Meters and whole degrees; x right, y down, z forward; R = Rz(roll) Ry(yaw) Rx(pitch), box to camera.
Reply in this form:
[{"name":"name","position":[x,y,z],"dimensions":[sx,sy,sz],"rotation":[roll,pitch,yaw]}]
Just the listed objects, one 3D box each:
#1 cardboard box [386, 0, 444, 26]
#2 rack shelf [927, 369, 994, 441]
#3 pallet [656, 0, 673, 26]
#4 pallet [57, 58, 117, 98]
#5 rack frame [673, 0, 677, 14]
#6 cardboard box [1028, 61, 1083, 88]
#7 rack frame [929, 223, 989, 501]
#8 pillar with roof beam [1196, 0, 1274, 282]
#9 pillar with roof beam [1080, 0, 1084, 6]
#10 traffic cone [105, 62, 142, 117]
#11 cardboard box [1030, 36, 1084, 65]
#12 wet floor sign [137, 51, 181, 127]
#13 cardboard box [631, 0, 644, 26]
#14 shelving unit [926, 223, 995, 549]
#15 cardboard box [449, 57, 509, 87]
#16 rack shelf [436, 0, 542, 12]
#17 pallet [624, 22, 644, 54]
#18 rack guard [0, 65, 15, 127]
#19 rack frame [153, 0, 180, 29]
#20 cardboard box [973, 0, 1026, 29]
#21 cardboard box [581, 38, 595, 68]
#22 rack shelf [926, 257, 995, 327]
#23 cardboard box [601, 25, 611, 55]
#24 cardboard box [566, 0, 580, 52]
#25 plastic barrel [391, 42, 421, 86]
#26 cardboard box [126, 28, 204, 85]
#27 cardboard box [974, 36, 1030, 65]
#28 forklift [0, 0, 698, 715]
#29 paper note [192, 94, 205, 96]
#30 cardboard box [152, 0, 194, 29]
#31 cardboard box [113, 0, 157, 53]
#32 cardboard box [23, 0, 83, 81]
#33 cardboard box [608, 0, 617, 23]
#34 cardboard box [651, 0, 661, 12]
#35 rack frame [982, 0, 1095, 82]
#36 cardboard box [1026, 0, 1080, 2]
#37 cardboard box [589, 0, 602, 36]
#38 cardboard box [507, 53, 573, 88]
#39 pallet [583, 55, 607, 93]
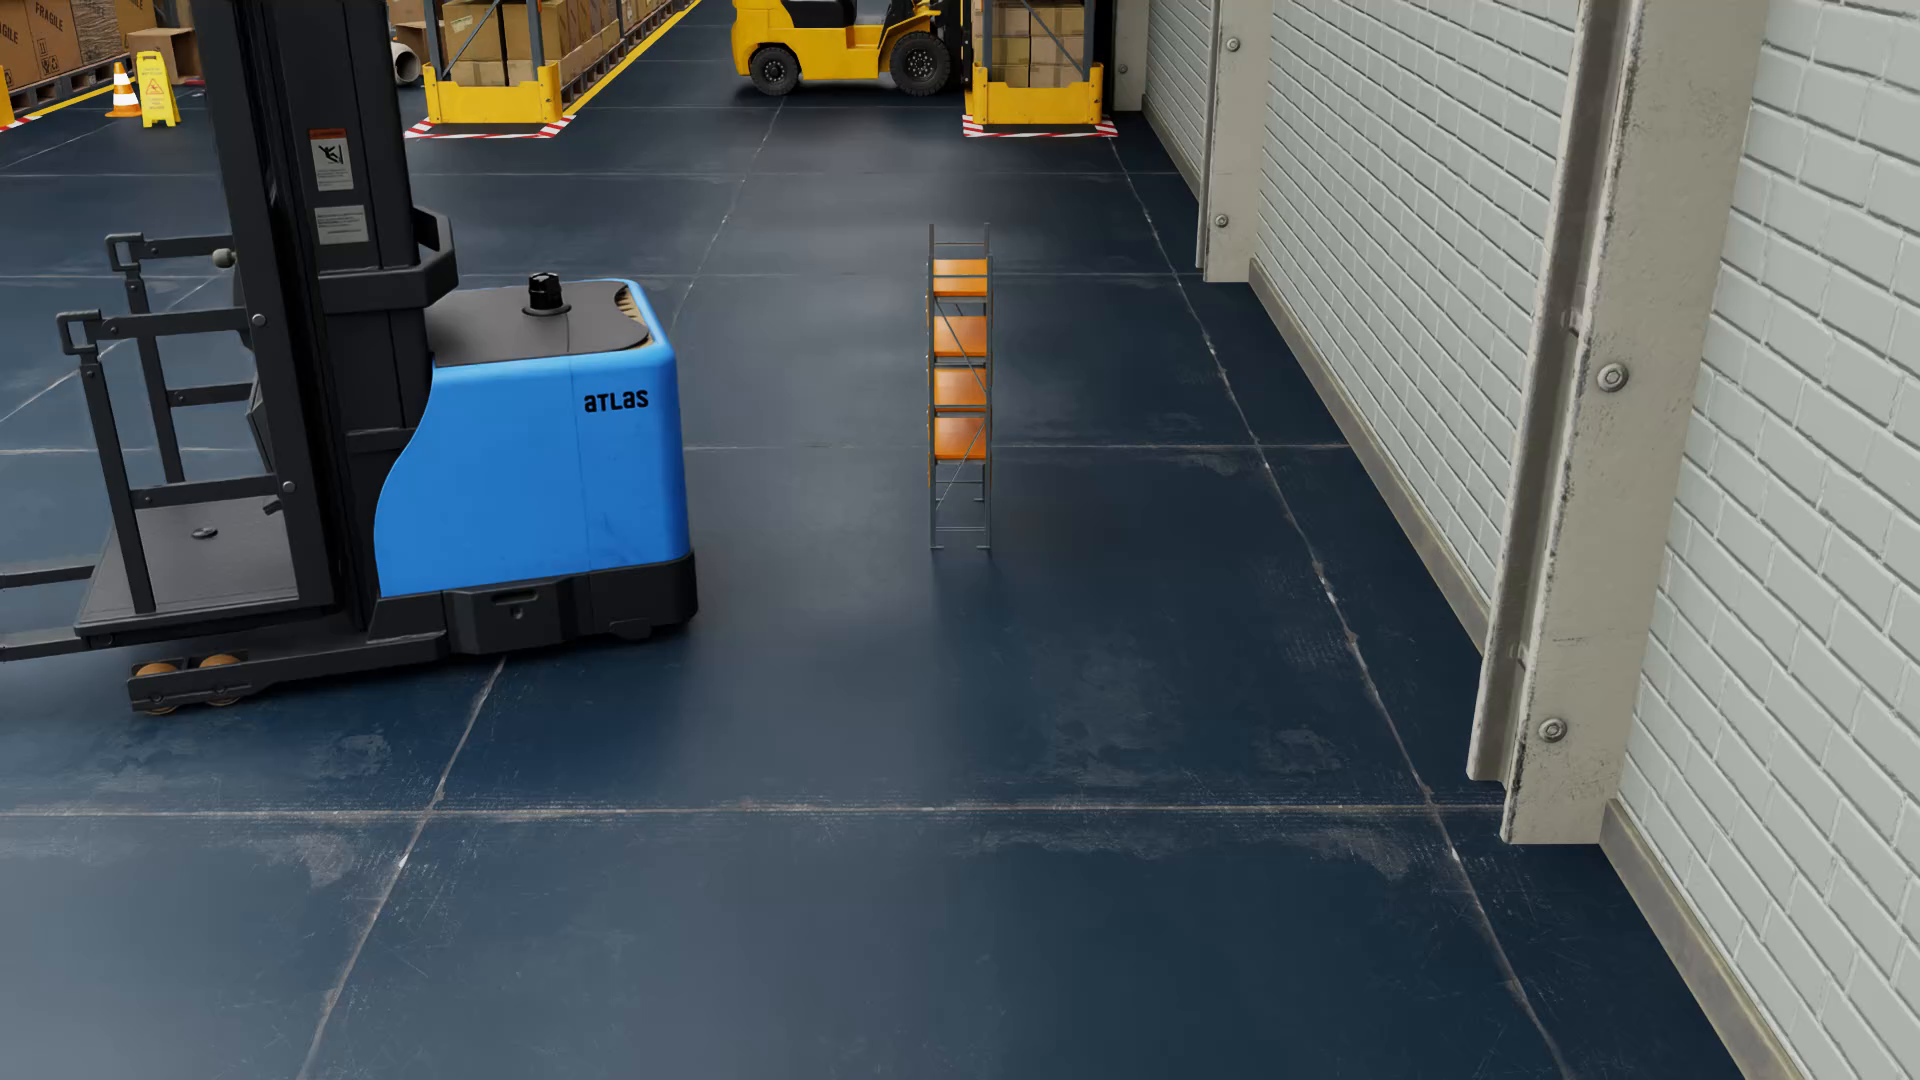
[{"name":"cardboard box","position":[-6.083,-6.035,18.567],"dimensions":[0.500,0.500,0.500],"rotation":[0,24,-1]},{"name":"rack shelf","position":[-0.002,-0.554,6.681],"dimensions":[0.258,0.148,0.480],"rotation":[0,24,-1]},{"name":"pallet","position":[-4.340,-6.905,21.760],"dimensions":[1.003,0.211,1.213],"rotation":[0,24,-1]},{"name":"pallet","position":[-9.306,-4.697,16.879],"dimensions":[1.003,0.211,1.213],"rotation":[0,24,-1]},{"name":"rack frame","position":[-4.347,-8.497,21.897],"dimensions":[1.000,3.000,0.127],"rotation":[0,24,-1]},{"name":"cardboard box","position":[0.893,-4.366,15.591],"dimensions":[0.500,0.250,0.500],"rotation":[0,24,0]},{"name":"rack frame","position":[-0.004,-0.715,6.876],"dimensions":[0.240,1.200,0.015],"rotation":[0,24,-1]},{"name":"pillar with roof beam","position":[-2.642,-5.757,8.559],"dimensions":[9.100,9.000,0.400],"rotation":[0,24,-1]},{"name":"pillar with roof beam","position":[-2.773,-10.702,19.492],"dimensions":[9.100,9.000,0.400],"rotation":[0,24,-1]},{"name":"traffic cone","position":[-7.795,-4.206,15.488],"dimensions":[0.336,0.463,0.334],"rotation":[0,24,-1]},{"name":"cardboard box","position":[0.906,-4.585,15.469],"dimensions":[0.500,0.250,0.500],"rotation":[0,24,0]},{"name":"wet floor sign","position":[-7.229,-4.061,14.946],"dimensions":[0.267,0.644,0.232],"rotation":[-4,25,-10]},{"name":"cardboard box","position":[-4.323,-6.355,19.841],"dimensions":[0.950,0.372,0.625],"rotation":[1,24,3]},{"name":"shelving unit","position":[-0.002,-0.615,6.654],"dimensions":[0.258,1.200,0.503],"rotation":[0,24,-1]},{"name":"cardboard box","position":[-4.538,-4.481,15.844],"dimensions":[0.500,0.250,0.500],"rotation":[0,24,-1]},{"name":"rack shelf","position":[-4.282,-5.697,16.579],"dimensions":[1.077,0.370,4.000],"rotation":[0,24,-1]},{"name":"pallet","position":[-4.314,-5.899,19.537],"dimensions":[1.003,0.211,1.213],"rotation":[0,24,-1]},{"name":"rack guard","position":[-9.208,-3.988,14.961],"dimensions":[1.175,0.500,0.348],"rotation":[0,24,-1]},{"name":"rack frame","position":[-9.252,-6.785,18.112],"dimensions":[1.000,3.000,0.127],"rotation":[0,24,-1]},{"name":"cardboard box","position":[0.375,-5.017,15.817],"dimensions":[0.500,0.250,0.500],"rotation":[0,24,0]},{"name":"cardboard box","position":[-4.009,-4.908,16.789],"dimensions":[0.500,0.250,0.500],"rotation":[1,24,3]},{"name":"rack shelf","position":[-0.002,-0.973,6.492],"dimensions":[0.258,0.148,0.480],"rotation":[0,24,-1]},{"name":"cardboard box","position":[-4.013,-5.326,17.712],"dimensions":[0.500,0.250,0.500],"rotation":[-1,24,-2]},{"name":"cardboard box","position":[-4.003,-5.040,16.170],"dimensions":[0.500,0.500,0.500],"rotation":[-1,24,-3]},{"name":"plastic barrel","position":[-5.797,-4.871,17.006],"dimensions":[0.512,0.421,0.421],"rotation":[19,30,35]},{"name":"cardboard box","position":[-8.209,-5.012,17.222],"dimensions":[0.500,0.500,0.500],"rotation":[4,25,9]},{"name":"cardboard box","position":[0.385,-4.590,15.479],"dimensions":[0.500,0.250,0.500],"rotation":[-1,24,-1]},{"name":"forklift","position":[-2.522,-1.004,5.413],"dimensions":[3.031,2.935,1.130],"rotation":[-7,25,-16]},{"name":"paper note","position":[-7.528,-4.420,16.487],"dimensions":[0.144,0.017,0.142],"rotation":[8,26,18]},{"name":"cardboard box","position":[-9.349,-6.207,19.053],"dimensions":[1.050,0.750,0.750],"rotation":[0,24,-1]},{"name":"cardboard box","position":[-9.316,-5.749,17.889],"dimensions":[0.875,0.875,0.875],"rotation":[0,24,0]},{"name":"cardboard box","position":[-9.294,-5.002,16.238],"dimensions":[0.875,0.875,0.875],"rotation":[-1,24,-1]},{"name":"cardboard box","position":[-4.029,-5.886,18.042],"dimensions":[0.500,0.500,0.500],"rotation":[-1,24,-1]},{"name":"cardboard box","position":[-4.335,-6.954,21.165],"dimensions":[0.950,0.372,0.625],"rotation":[-1,24,-2]},{"name":"rack frame","position":[0.703,-5.224,14.661],"dimensions":[1.000,3.000,0.127],"rotation":[0,24,-1]},{"name":"cardboard box","position":[0.878,-5.023,15.830],"dimensions":[0.500,0.250,0.500],"rotation":[0,24,0]},{"name":"cardboard box","position":[-4.015,-5.467,17.114],"dimensions":[0.500,0.500,0.500],"rotation":[1,24,2]},{"name":"cardboard box","position":[-3.992,-4.473,15.826],"dimensions":[0.500,0.250,0.500],"rotation":[0,24,-1]},{"name":"pallet","position":[-4.245,-4.798,17.102],"dimensions":[1.003,0.211,1.213],"rotation":[0,24,-1]}]
